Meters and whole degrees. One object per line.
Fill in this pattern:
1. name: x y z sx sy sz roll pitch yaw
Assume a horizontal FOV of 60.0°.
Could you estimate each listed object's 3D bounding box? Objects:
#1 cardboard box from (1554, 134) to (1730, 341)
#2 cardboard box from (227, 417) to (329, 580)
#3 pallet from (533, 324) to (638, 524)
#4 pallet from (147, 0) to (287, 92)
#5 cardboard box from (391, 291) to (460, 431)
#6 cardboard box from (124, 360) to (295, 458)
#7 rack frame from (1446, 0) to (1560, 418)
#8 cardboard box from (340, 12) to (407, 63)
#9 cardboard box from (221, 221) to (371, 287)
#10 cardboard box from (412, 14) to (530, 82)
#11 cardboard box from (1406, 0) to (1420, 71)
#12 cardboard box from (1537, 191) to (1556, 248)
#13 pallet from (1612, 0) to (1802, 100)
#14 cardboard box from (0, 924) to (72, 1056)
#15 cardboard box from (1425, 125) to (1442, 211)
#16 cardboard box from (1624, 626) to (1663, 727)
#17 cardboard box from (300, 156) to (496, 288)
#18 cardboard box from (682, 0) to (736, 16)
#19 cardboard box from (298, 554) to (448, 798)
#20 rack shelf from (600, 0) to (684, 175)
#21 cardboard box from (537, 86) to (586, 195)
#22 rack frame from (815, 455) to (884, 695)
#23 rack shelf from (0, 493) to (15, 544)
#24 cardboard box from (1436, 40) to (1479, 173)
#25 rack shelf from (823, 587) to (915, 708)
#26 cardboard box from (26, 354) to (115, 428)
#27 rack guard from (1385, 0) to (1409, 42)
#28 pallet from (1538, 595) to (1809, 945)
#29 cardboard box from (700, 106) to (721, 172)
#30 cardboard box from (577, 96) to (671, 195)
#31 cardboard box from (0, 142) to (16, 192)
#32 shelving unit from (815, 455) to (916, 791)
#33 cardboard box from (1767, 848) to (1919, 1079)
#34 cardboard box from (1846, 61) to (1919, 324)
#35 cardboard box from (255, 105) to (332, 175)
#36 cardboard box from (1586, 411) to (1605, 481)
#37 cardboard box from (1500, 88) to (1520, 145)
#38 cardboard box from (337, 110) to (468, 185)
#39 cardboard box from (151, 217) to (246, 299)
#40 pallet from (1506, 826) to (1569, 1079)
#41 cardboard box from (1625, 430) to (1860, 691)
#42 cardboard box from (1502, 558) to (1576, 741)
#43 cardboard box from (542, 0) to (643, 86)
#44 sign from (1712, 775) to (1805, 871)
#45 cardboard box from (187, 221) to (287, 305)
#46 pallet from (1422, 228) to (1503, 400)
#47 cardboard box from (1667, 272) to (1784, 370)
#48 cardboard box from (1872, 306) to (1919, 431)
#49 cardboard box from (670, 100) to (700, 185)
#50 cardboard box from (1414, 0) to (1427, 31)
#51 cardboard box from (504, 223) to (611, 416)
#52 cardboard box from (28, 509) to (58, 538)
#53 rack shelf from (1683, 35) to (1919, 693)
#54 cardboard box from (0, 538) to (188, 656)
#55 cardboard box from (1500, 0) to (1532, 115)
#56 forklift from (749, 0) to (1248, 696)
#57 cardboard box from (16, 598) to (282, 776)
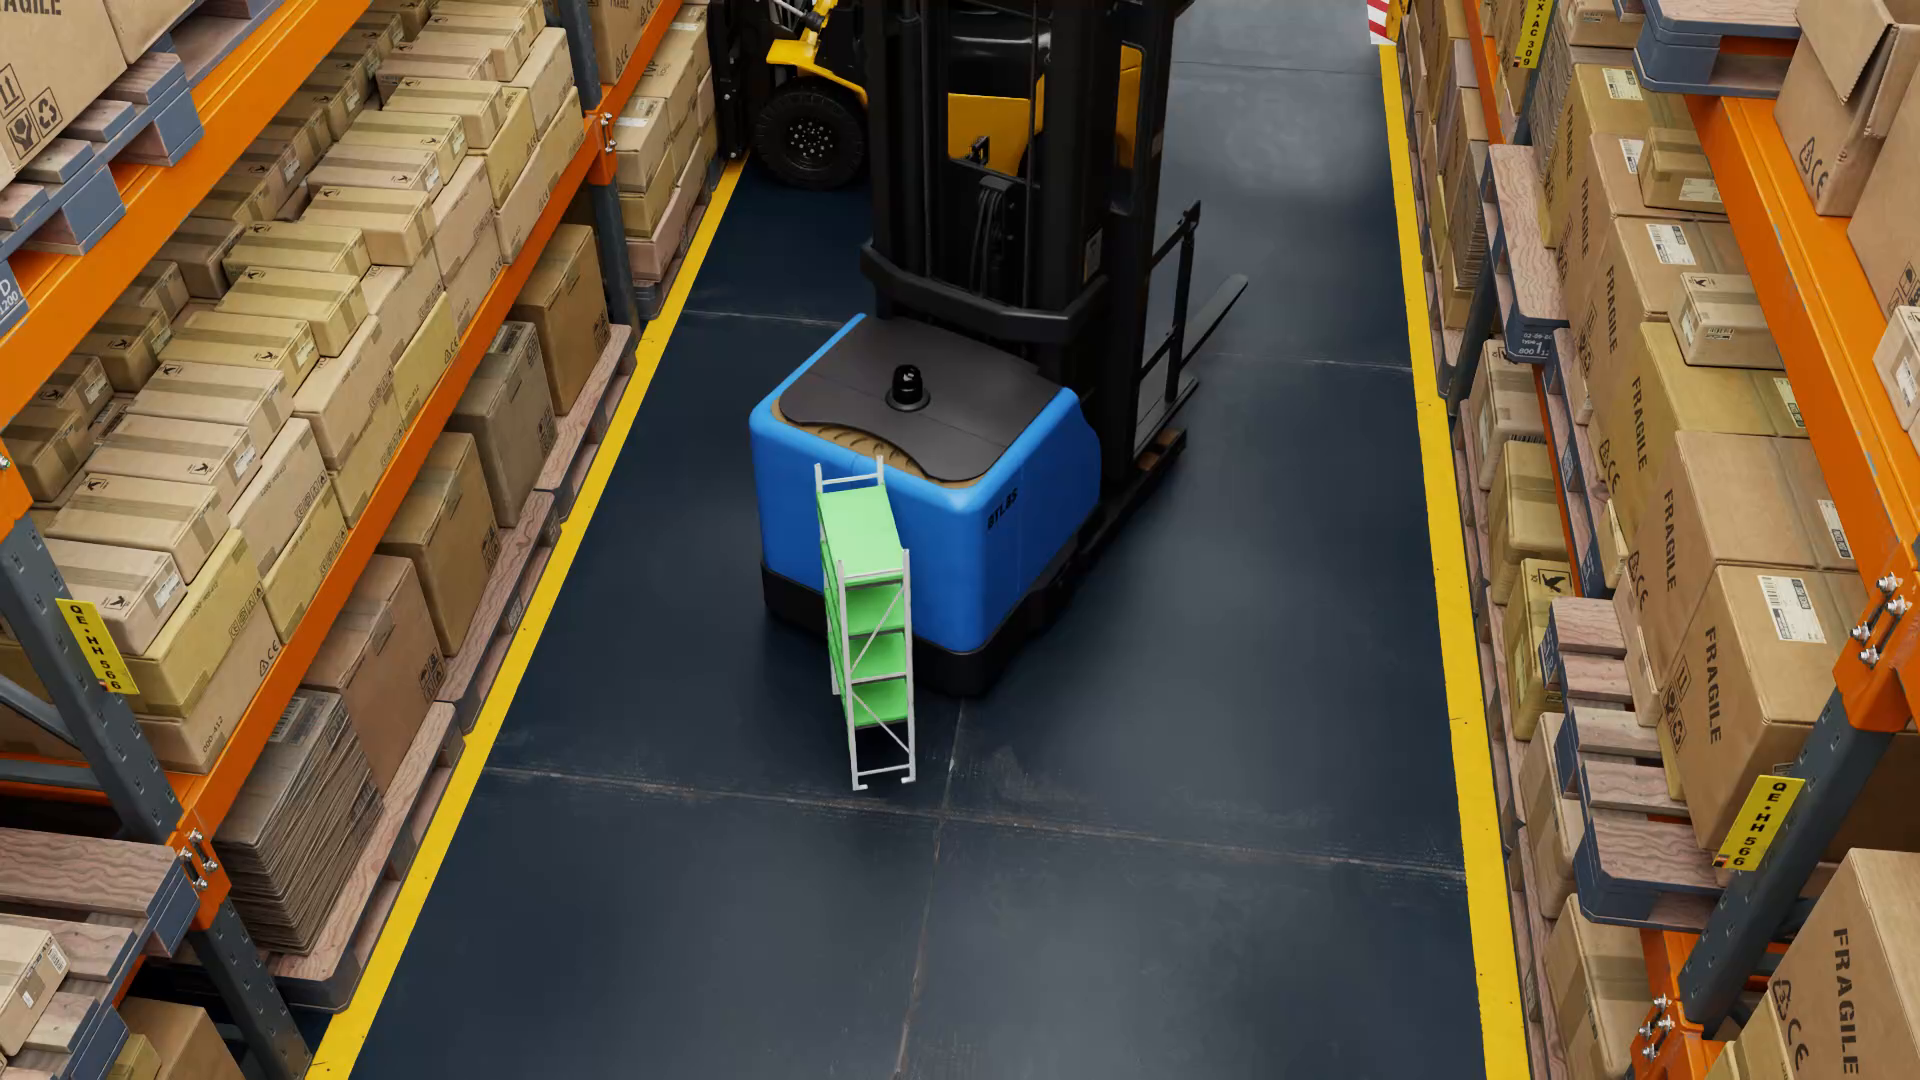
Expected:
1. cardboard box: 2.329 -0.993 5.545 0.500 0.500 0.500 5 44 5
2. cardboard box: -2.262 -0.138 4.982 0.500 0.250 0.500 7 44 7
3. pallet: -2.160 -0.598 7.750 1.003 0.211 1.213 5 44 6
4. pallet: -2.484 -1.643 4.782 1.003 0.211 1.213 7 44 7
5. cardboard box: -2.126 -0.663 5.900 0.500 0.250 0.500 7 44 7
6. cardboard box: -2.231 -0.391 4.959 0.380 0.149 0.250 6 44 6
7. rack frame: 2.820 -1.667 6.851 1.000 3.000 0.127 5 44 6
8. cardboard box: -2.448 -1.990 6.647 0.380 0.149 0.250 4 44 4
9. cardboard box: -2.197 -0.919 5.516 0.380 0.149 0.250 5 44 6
10. cardboard box: -1.942 -1.957 6.613 0.380 0.149 0.250 5 44 5
11. cardboard box: 2.968 -3.023 9.977 0.500 0.250 0.500 5 44 5
12. cardboard box: 2.392 -1.211 6.247 0.380 0.149 0.250 6 44 6
13. pallet: 2.498 -1.570 4.704 1.213 0.211 1.003 5 44 6
14. cardboard box: -2.336 1.032 3.878 0.380 0.149 0.250 6 44 6
15. cardboard box: 2.764 -1.959 8.853 0.500 0.250 0.500 6 44 6
16. cardboard box: 2.053 0.388 4.558 0.380 0.149 0.250 5 44 5
17. cardboard box: -2.047 -1.186 6.088 0.500 0.250 0.500 6 44 6
18. cardboard box: -1.517 -2.979 9.204 0.500 0.250 0.500 4 44 5
19. cardboard box: -2.455 0.450 6.037 0.875 0.625 0.625 7 44 7
20. rack shelf: -1.837 -3.218 9.012 1.077 0.370 4.000 5 44 6
21. cardboard box: -1.908 -1.694 6.989 0.500 0.250 0.500 6 44 6
22. rack frame: -0.389 0.160 6.231 0.240 1.200 0.015 -8 44 -9
23. rack shelf: -2.894 1.145 2.223 1.077 0.370 4.000 5 44 6
24. cardboard box: 2.764 -2.216 8.580 0.500 0.500 0.500 7 44 8
25. rack shelf: -0.338 0.370 6.102 0.258 0.148 0.480 -8 44 -9
26. cardboard box: -2.806 -0.435 5.005 0.380 0.149 0.250 4 44 5
27. rack guard: 3.338 -3.434 10.535 1.175 0.500 0.348 5 44 6
28. pallet: 2.279 0.633 4.561 1.213 0.211 1.003 5 44 6
29. cardboard box: -1.605 -2.268 9.181 0.500 0.250 0.500 6 44 6
30. cardboard box: -1.726 -1.934 8.100 0.500 0.250 0.500 5 44 5
31. cardboard box: -2.283 -0.793 3.538 0.380 0.166 0.250 5 44 5
32. shelving unit: -0.338 0.324 6.058 0.258 1.200 0.503 -8 44 -9
33. cardboard box: 1.983 0.973 3.263 0.500 0.500 0.500 4 44 4
34. cardboard box: 2.426 -0.712 3.588 0.700 0.500 0.500 5 44 6
35. cardboard box: -2.553 -1.476 6.105 0.380 0.149 0.250 5 44 5
36. cardboard box: 2.227 -0.310 5.296 0.380 0.149 0.250 4 44 4
37. cardboard box: 2.560 -1.823 7.198 0.380 0.149 0.250 5 44 5
38. cardboard box: -2.027 -1.431 6.057 0.380 0.149 0.250 4 44 5
39. cardboard box: -2.604 -0.950 5.549 0.380 0.149 0.250 6 44 7
40. pallet: 2.396 1.539 5.493 1.003 0.211 1.213 5 44 6
41. cardboard box: 2.133 0.074 4.418 0.500 0.500 0.500 5 44 5
42. cardboard box: 2.571 0.457 6.214 0.950 0.372 0.625 7 44 7
43. cardboard box: -1.784 -2.431 7.585 0.500 0.500 0.500 4 44 4
44. sign: 1.752 0.624 3.647 0.100 0.325 0.005 5 44 6
45. cardboard box: -2.637 -0.880 5.766 0.500 0.250 0.500 4 44 5
46. pallet: 2.873 -1.116 8.297 1.003 0.211 1.213 5 44 6
47. cardboard box: 2.227 -0.614 4.673 0.380 0.149 0.250 3 44 4
48. cardboard box: 2.149 -0.343 3.454 0.380 0.149 0.250 5 44 6
49. cardboard box: -1.667 -2.096 8.635 0.500 0.250 0.500 5 44 5
50. cardboard box: 2.965 -3.279 9.702 0.500 0.500 0.500 4 44 4
51. cardboard box: -2.159 -1.049 7.621 0.875 0.625 0.625 7 44 7
52. cardboard box: -2.846 0.152 4.676 0.500 0.250 0.500 6 44 6
53. rack shelf: 2.555 -1.132 4.628 1.077 0.370 4.000 5 44 6
54. cardboard box: -2.296 0.148 4.390 0.380 0.149 0.250 6 44 7
55. cardboard box: 2.632 -2.137 7.058 0.500 0.500 0.500 4 44 4
56. forklift: 0.381 -1.451 6.672 1.130 2.935 3.031 22 48 22
57. cardboard box: -2.329 0.385 4.794 0.500 0.250 0.500 5 44 6
